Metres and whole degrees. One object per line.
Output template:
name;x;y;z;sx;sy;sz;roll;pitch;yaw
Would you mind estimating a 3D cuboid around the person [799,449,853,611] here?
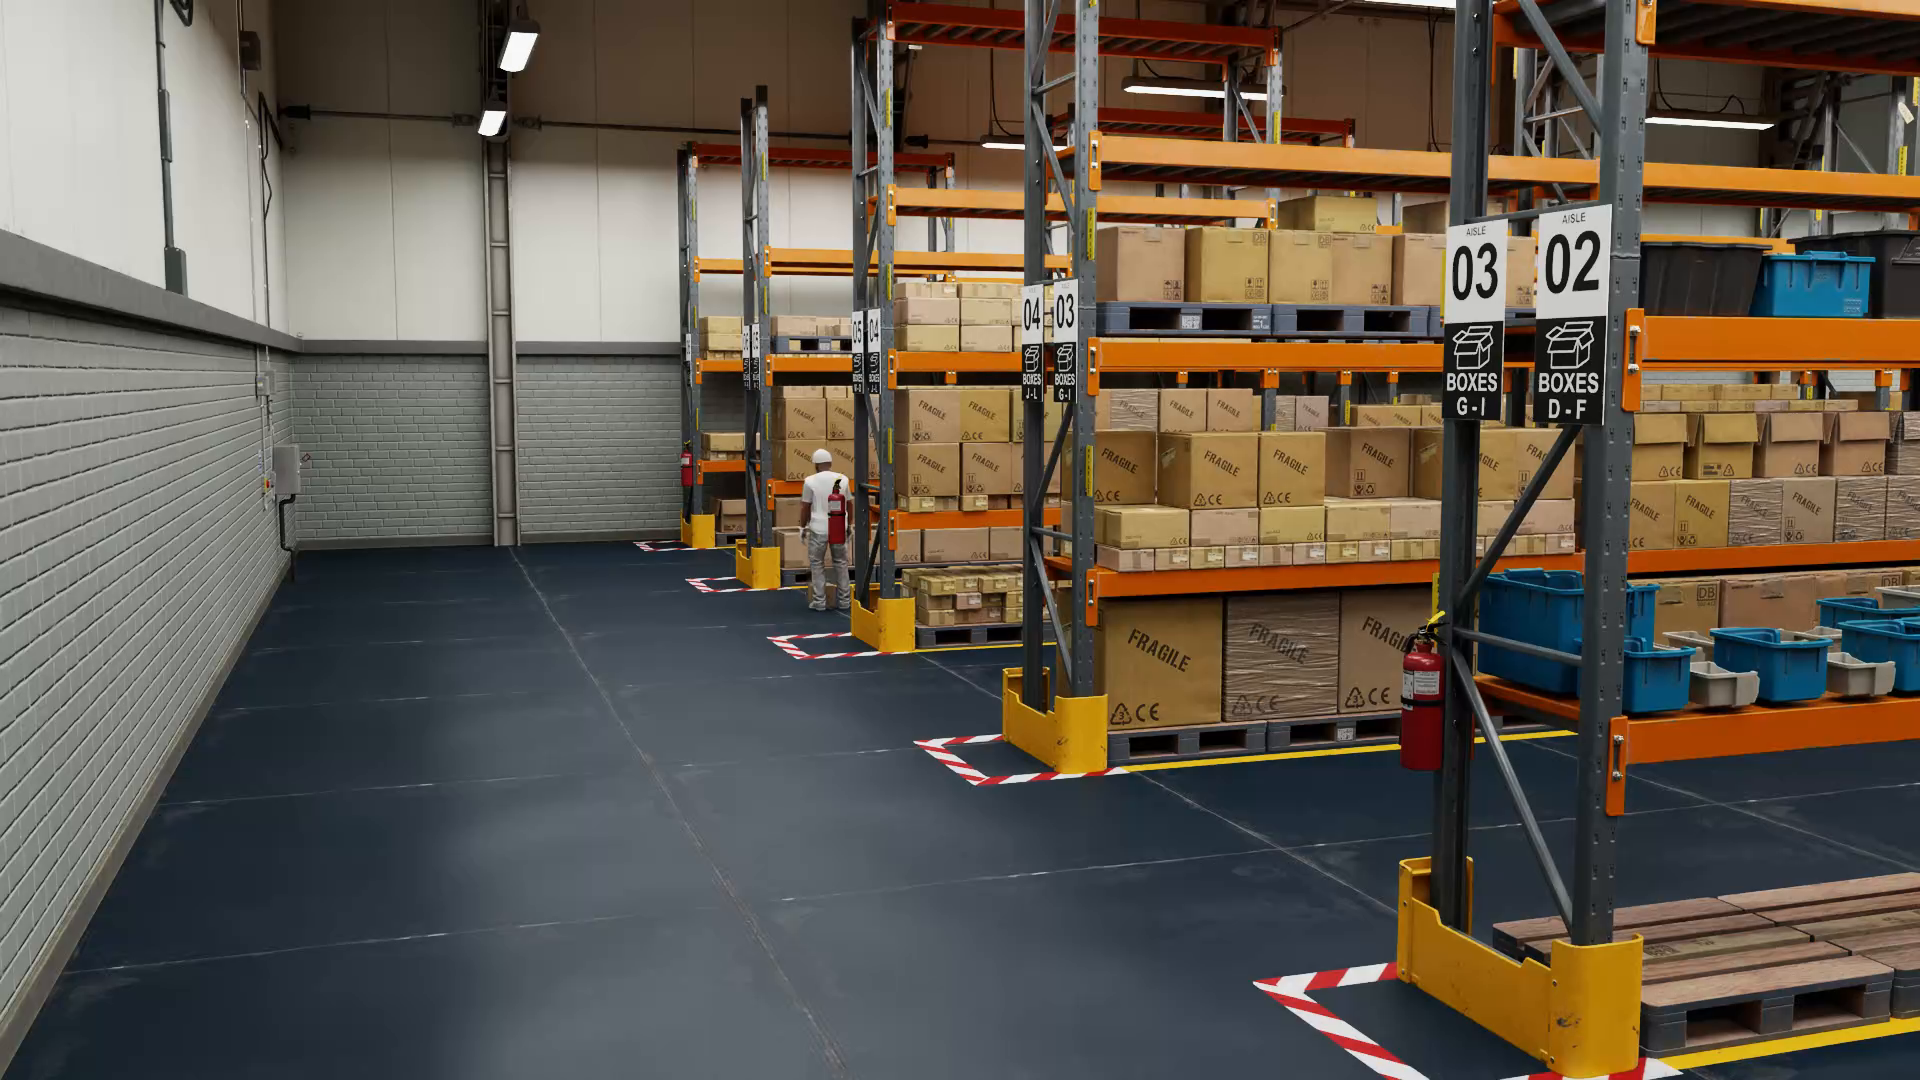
person;-1.474;-0.112;18.353;0.625;1.773;0.452;-2;6;-22
